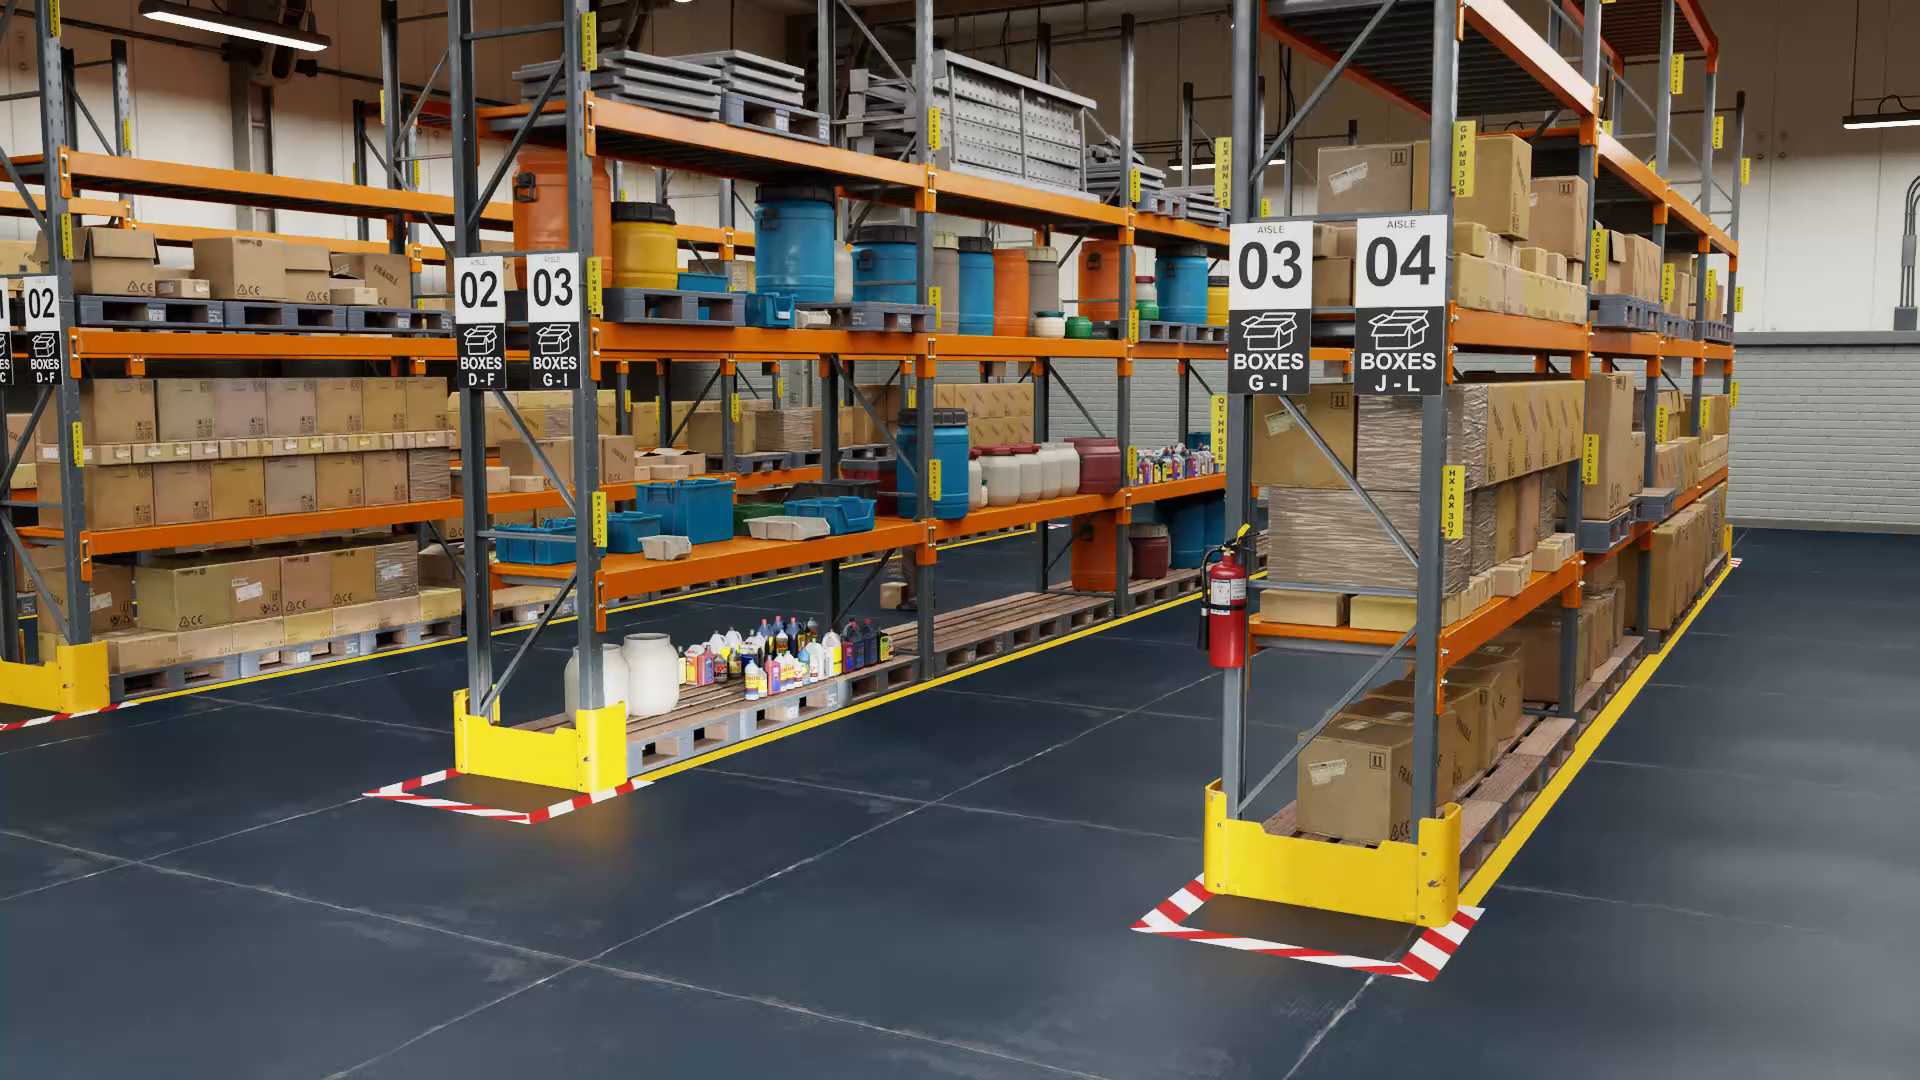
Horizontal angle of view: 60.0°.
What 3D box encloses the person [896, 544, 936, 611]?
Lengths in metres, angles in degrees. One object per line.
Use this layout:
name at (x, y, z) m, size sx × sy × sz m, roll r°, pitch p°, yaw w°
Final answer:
person at (-0.426, -0.123, 17.442) m, size 0.420 × 1.720 × 0.591 m, roll 3°, pitch 6°, yaw 25°
